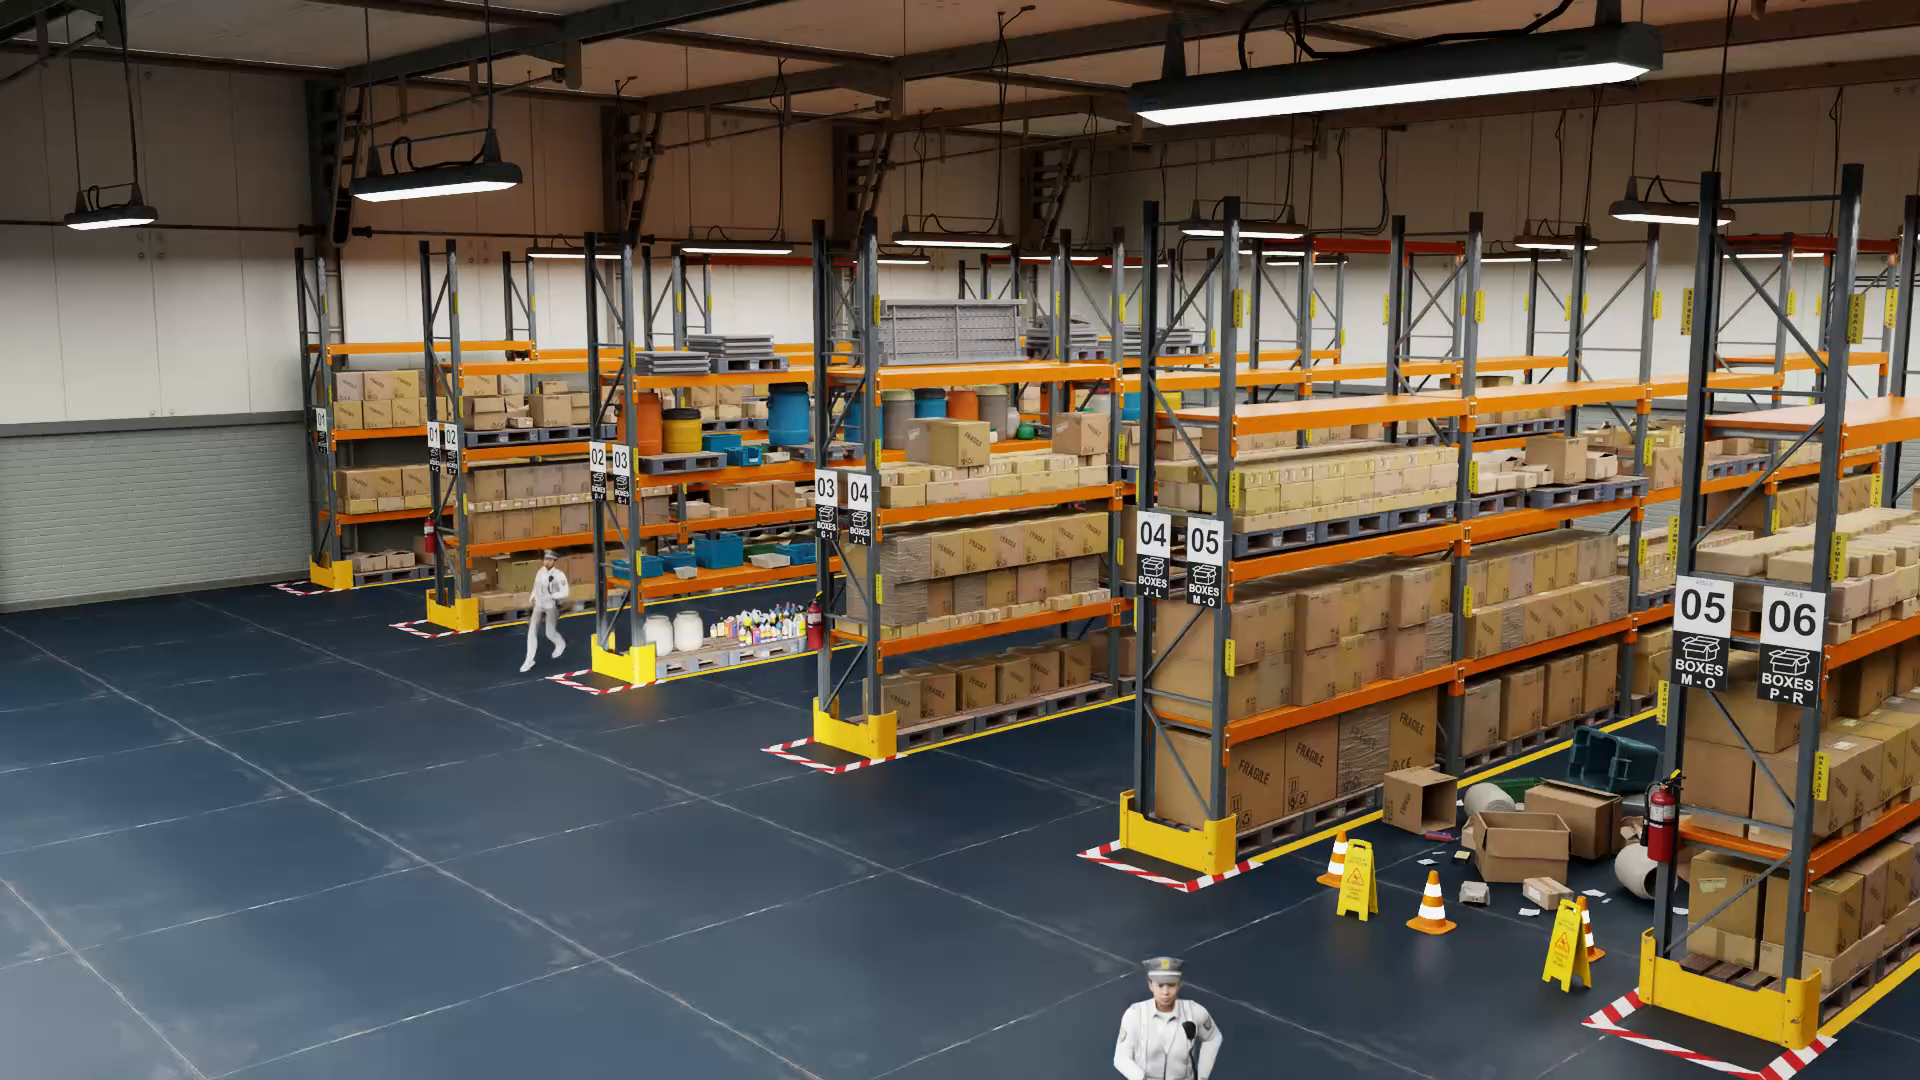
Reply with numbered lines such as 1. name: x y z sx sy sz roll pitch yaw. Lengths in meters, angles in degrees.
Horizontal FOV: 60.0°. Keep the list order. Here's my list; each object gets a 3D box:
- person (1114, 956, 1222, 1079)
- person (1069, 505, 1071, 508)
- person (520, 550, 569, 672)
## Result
1. person: 1.114 3.044 8.942 0.580 1.682 0.659 1 8 8
2. person: 1.550 0.358 24.965 0.634 1.886 0.694 7 11 38
3. person: -5.724 0.951 23.222 0.656 1.686 0.898 3 9 20
